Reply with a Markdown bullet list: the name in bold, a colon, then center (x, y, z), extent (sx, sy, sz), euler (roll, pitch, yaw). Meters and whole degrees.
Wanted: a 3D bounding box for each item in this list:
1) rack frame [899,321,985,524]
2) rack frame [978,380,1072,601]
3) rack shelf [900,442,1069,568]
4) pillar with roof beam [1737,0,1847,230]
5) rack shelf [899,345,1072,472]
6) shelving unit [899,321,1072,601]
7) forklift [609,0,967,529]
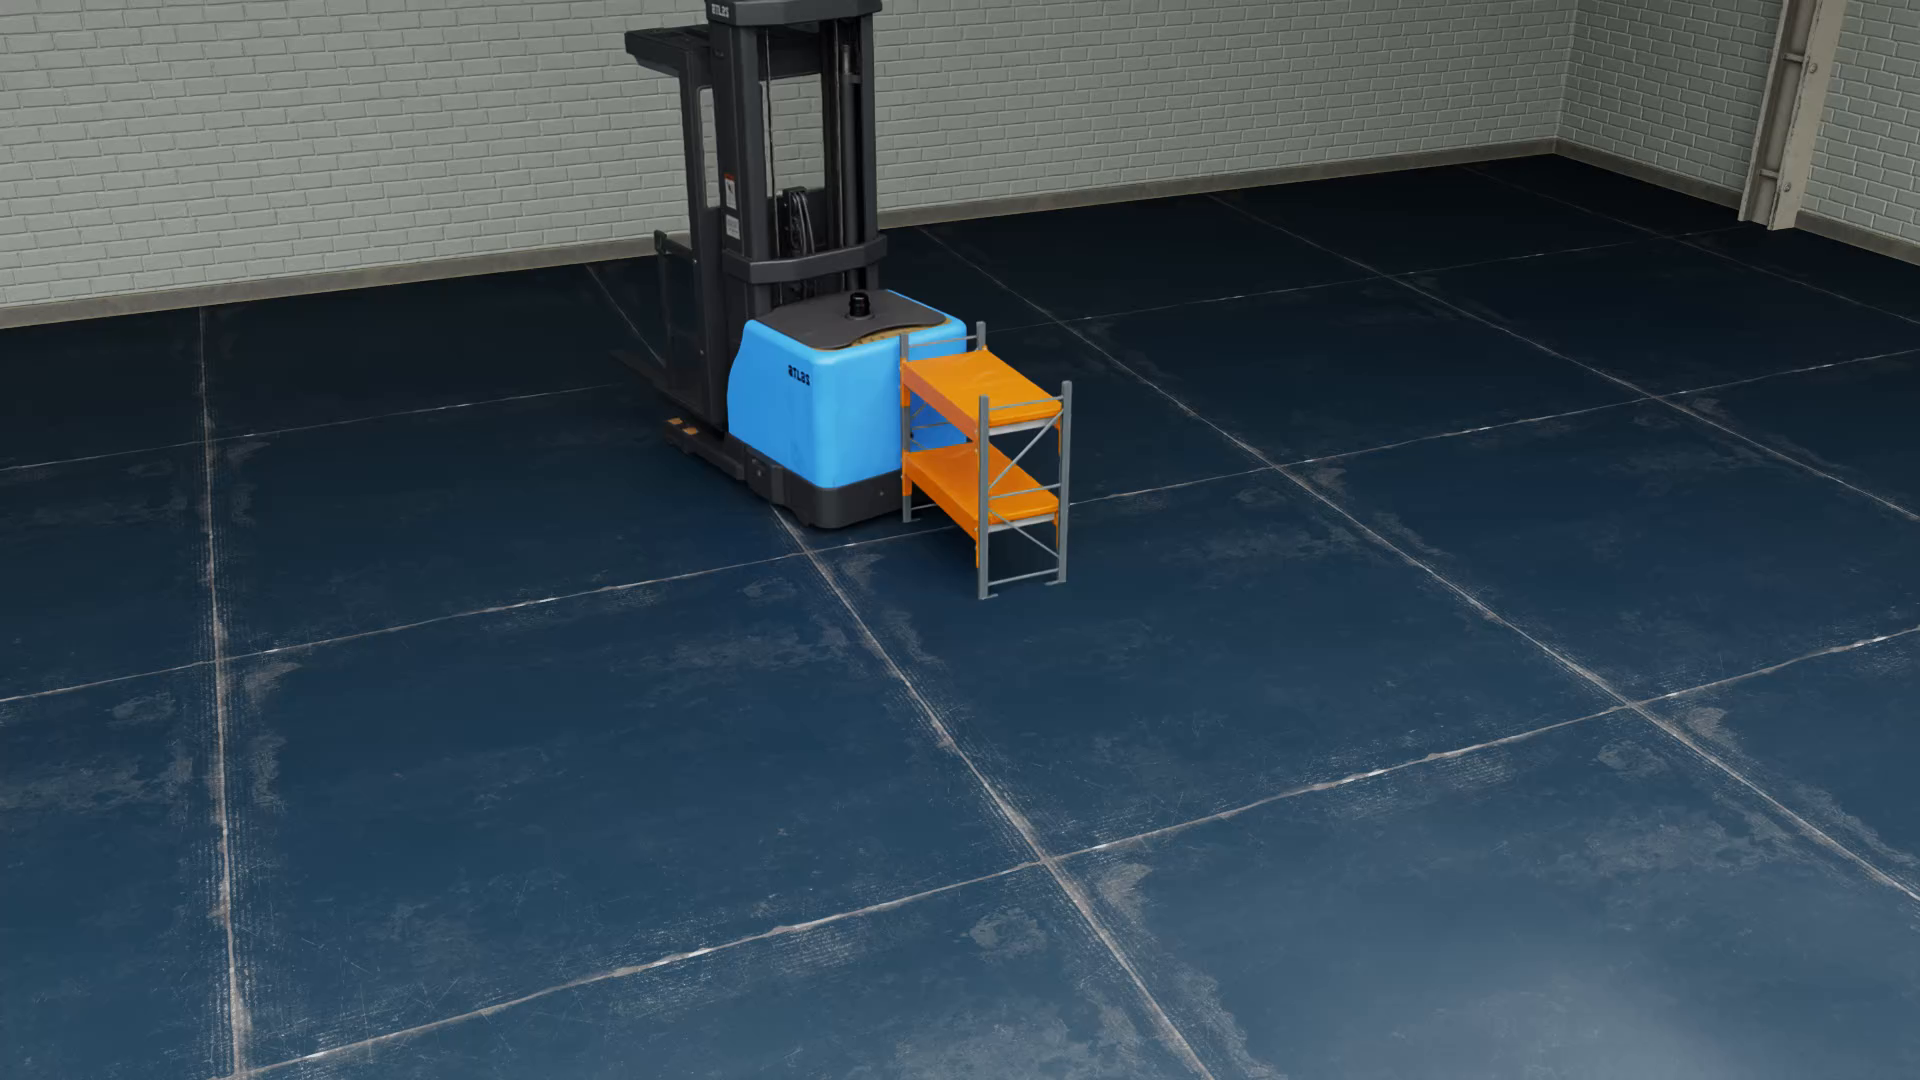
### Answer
- **rack frame**: center (-0.094, -0.649, 9.296), extent (0.500, 1.125, 0.032), euler (-11, 28, -22)
- **rack frame**: center (0.326, -0.242, 8.464), extent (0.500, 1.125, 0.032), euler (-11, 28, -22)
- **rack shelf**: center (0.116, -0.226, 8.988), extent (0.538, 0.278, 1.000), euler (-11, 28, -22)
- **pillar with roof beam**: center (3.398, -6.195, 11.682), extent (9.100, 9.000, 0.400), euler (-11, 28, -21)
- **rack shelf**: center (0.116, -0.708, 8.752), extent (0.538, 0.278, 1.000), euler (-11, 28, -22)
- **shelving unit**: center (0.116, -0.445, 8.880), extent (0.538, 1.125, 1.048), euler (-11, 28, -22)
- **forklift**: center (-1.231, -1.965, 9.935), extent (1.130, 2.935, 3.031), euler (-18, 31, -33)
